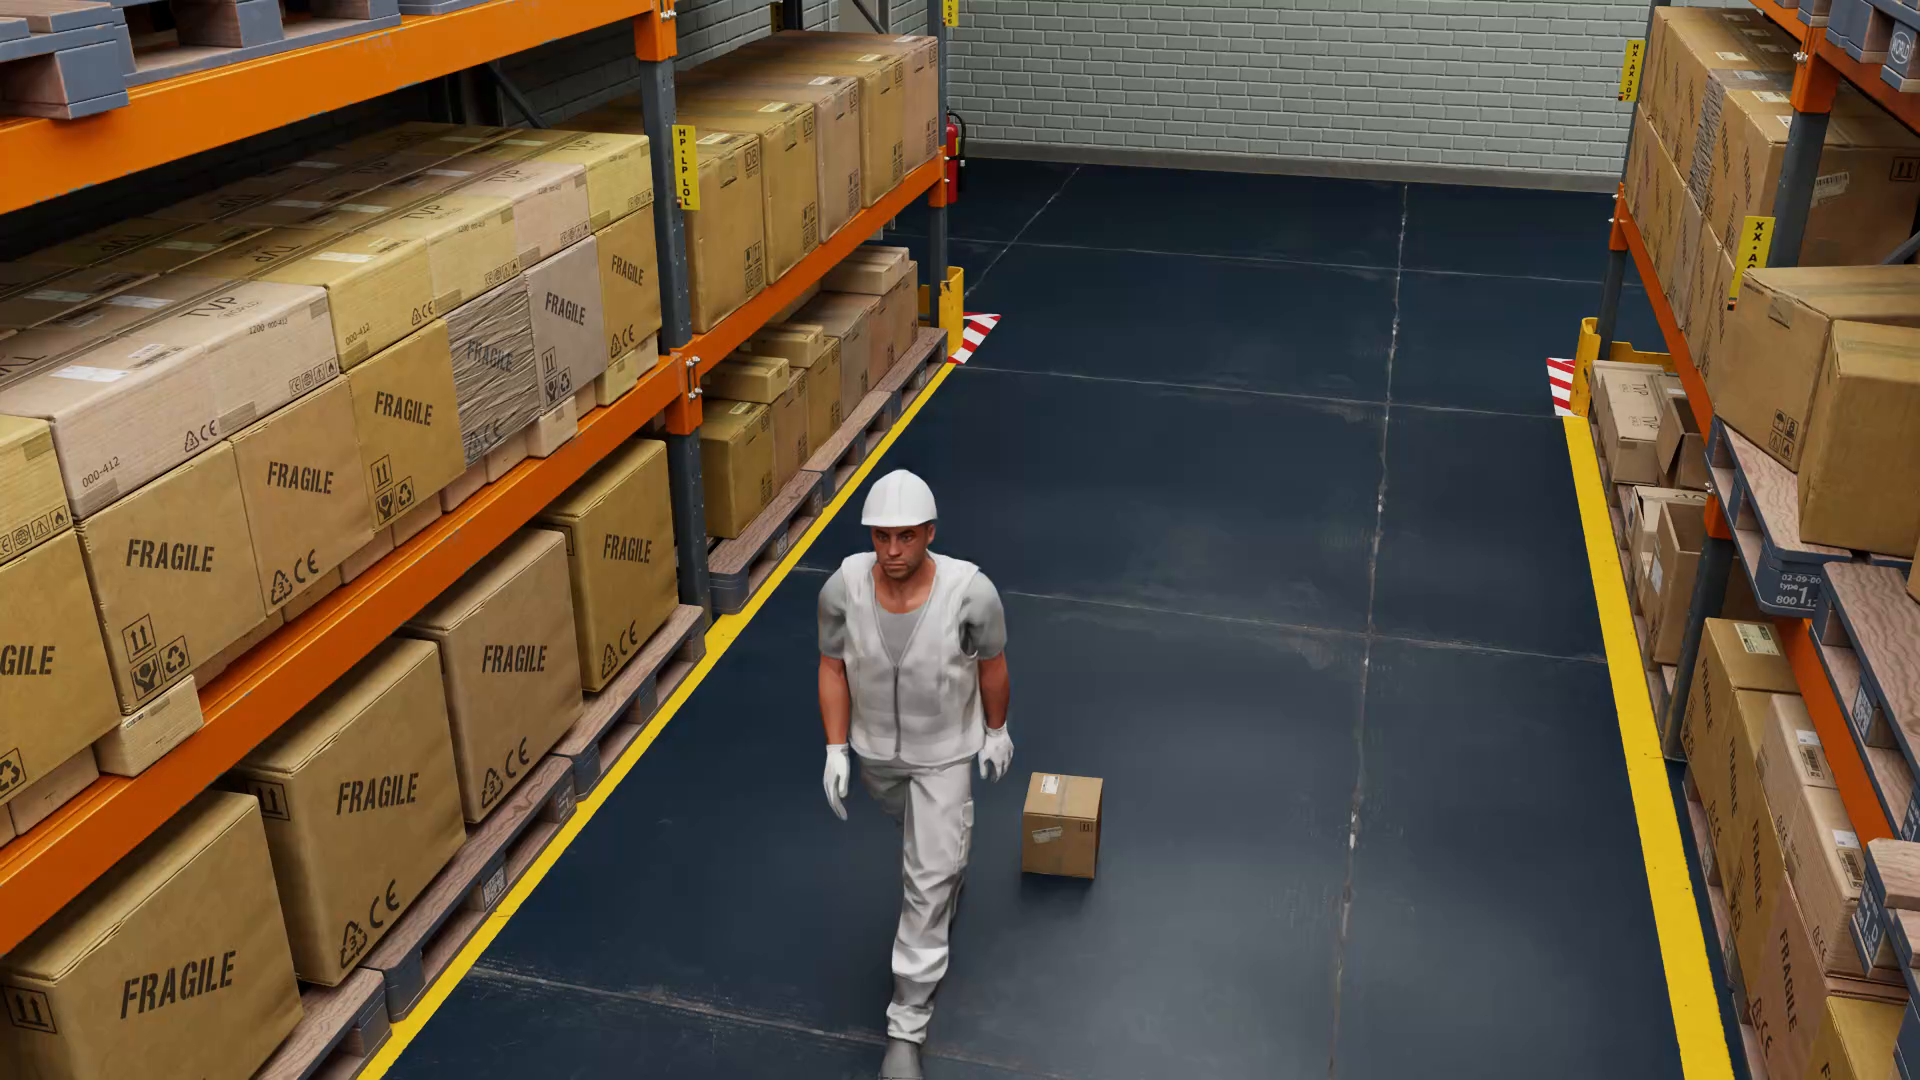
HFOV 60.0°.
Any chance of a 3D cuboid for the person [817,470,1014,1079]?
[{"bbox_3d":[-0.158,0.605,4.786,0.528,1.722,1.079,8,26,16],"label":"person"}]
